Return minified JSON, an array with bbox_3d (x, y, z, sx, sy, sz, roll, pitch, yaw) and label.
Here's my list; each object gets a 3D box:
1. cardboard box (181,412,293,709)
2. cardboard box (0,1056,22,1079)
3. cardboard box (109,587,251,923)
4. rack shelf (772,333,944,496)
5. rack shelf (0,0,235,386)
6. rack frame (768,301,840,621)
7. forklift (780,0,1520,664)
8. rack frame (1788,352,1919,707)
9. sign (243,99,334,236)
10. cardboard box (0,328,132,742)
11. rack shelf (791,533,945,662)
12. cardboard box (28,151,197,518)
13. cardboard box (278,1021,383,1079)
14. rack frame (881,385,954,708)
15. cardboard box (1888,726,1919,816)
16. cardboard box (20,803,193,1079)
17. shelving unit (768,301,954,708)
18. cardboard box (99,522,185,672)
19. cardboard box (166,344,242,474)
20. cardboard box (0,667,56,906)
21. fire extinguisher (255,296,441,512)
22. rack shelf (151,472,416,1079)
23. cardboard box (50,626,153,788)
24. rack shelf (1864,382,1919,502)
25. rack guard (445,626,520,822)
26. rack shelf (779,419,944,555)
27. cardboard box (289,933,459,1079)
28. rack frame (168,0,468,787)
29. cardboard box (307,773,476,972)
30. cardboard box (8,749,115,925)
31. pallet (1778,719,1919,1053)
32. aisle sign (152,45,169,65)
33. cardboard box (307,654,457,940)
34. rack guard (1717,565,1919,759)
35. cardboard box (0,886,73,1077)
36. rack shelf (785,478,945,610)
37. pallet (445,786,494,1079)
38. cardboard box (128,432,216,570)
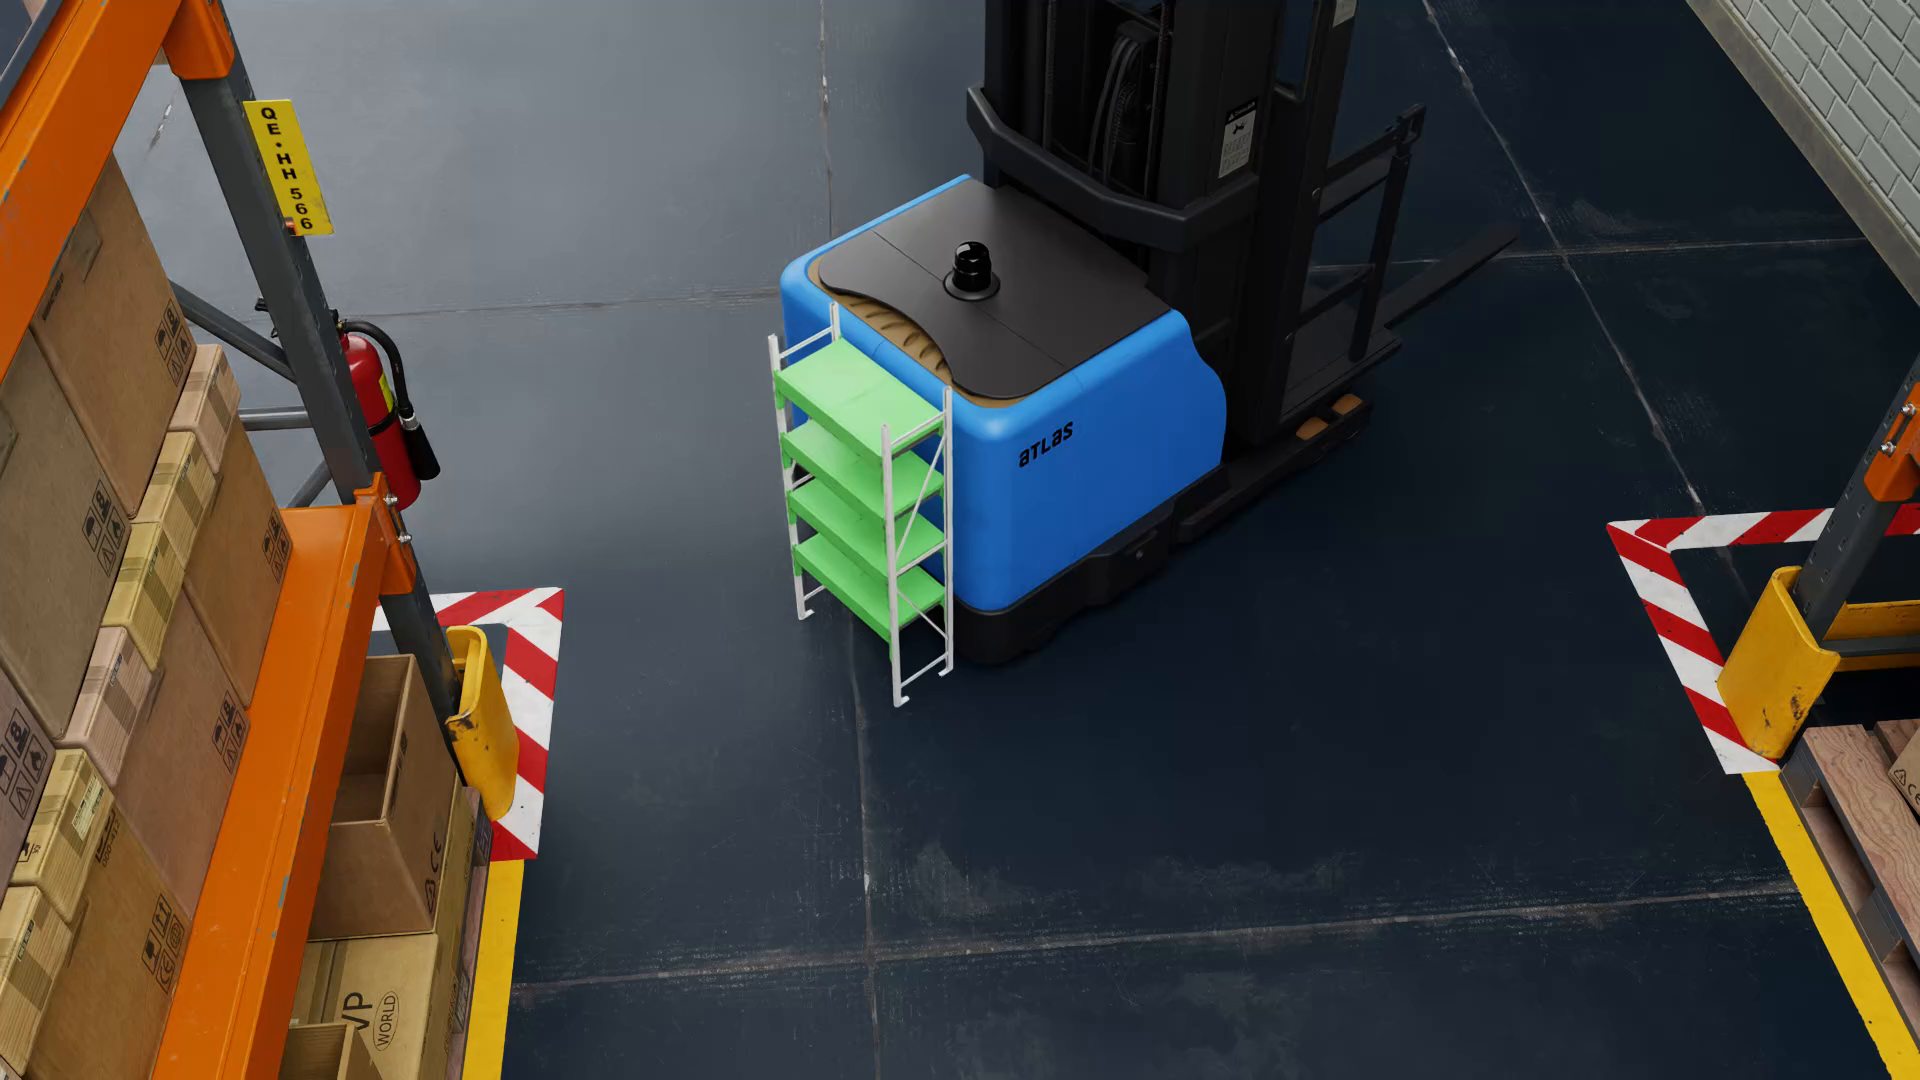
[{"bbox_3d":[-1.909,0.039,3.578,0.700,0.500,0.500,-3,47,-3],"label":"cardboard box"},{"bbox_3d":[-1.581,0.864,2.350,0.380,0.149,0.250,-4,47,-4],"label":"cardboard box"},{"bbox_3d":[-1.860,0.419,3.219,0.700,0.500,0.500,-2,47,-2],"label":"cardboard box"},{"bbox_3d":[-0.278,-0.361,4.693,0.258,0.148,0.480,-33,55,-27],"label":"rack shelf"},{"bbox_3d":[-1.768,0.398,1.737,1.077,0.370,4.000,-3,47,-3],"label":"rack shelf"},{"bbox_3d":[-0.441,-0.207,5.120,0.240,1.200,0.015,-33,55,-27],"label":"rack frame"},{"bbox_3d":[0.873,-1.544,5.193,3.031,2.935,1.130,-33,55,-27],"label":"forklift"},{"bbox_3d":[3.001,-0.569,4.223,1.000,3.000,0.127,-3,47,-3],"label":"rack frame"},{"bbox_3d":[-1.393,-0.768,3.451,0.100,0.325,0.005,-3,47,-3],"label":"sign"},{"bbox_3d":[-1.855,0.011,2.711,0.700,0.500,0.500,-5,47,-4],"label":"cardboard box"},{"bbox_3d":[-0.278,0.134,5.215,0.258,0.148,0.480,-33,55,-27],"label":"rack shelf"},{"bbox_3d":[-1.904,-0.369,3.071,0.700,0.500,0.500,-3,47,-3],"label":"cardboard box"},{"bbox_3d":[-1.495,1.371,3.474,0.500,0.500,0.500,-3,47,-3],"label":"cardboard box"},{"bbox_3d":[-0.115,0.057,4.870,0.240,1.200,0.015,-33,55,-27],"label":"rack frame"},{"bbox_3d":[2.969,0.710,4.560,0.500,0.311,0.500,-8,47,-8],"label":"cardboard box"},{"bbox_3d":[-1.824,0.778,2.878,0.700,0.500,0.500,-3,47,-3],"label":"cardboard box"},{"bbox_3d":[-0.278,-0.075,4.995,0.258,1.200,0.503,-33,55,-27],"label":"shelving unit"},{"bbox_3d":[-1.668,0.116,3.058,0.380,0.149,0.250,-4,47,-4],"label":"cardboard box"},{"bbox_3d":[-1.713,-0.258,3.413,0.380,0.149,0.250,-4,47,-4],"label":"cardboard box"},{"bbox_3d":[-1.812,0.376,2.366,0.700,0.500,0.500,-3,47,-3],"label":"cardboard box"},{"bbox_3d":[-1.482,-0.352,4.071,0.296,0.674,0.183,-3,47,-3],"label":"fire extinguisher"},{"bbox_3d":[-1.768,1.429,2.826,1.077,0.370,4.000,-3,47,-3],"label":"rack shelf"},{"bbox_3d":[-1.650,0.299,2.886,0.380,0.149,0.250,-3,47,-3],"label":"cardboard box"},{"bbox_3d":[3.168,1.125,3.114,1.077,0.370,4.000,-3,47,-3],"label":"rack shelf"},{"bbox_3d":[-1.937,0.577,4.859,1.175,0.500,0.348,-3,47,-3],"label":"rack guard"},{"bbox_3d":[-0.278,-0.196,4.867,0.258,0.148,0.480,-33,55,-27],"label":"rack shelf"},{"bbox_3d":[-1.542,1.267,4.089,0.500,0.250,0.500,-3,47,-3],"label":"cardboard box"},{"bbox_3d":[-1.935,-0.265,3.935,1.000,3.000,0.127,-3,47,-3],"label":"rack frame"},{"bbox_3d":[-1.596,0.906,4.431,0.500,0.250,0.500,-3,47,-3],"label":"cardboard box"},{"bbox_3d":[-1.627,0.489,2.706,0.380,0.149,0.250,-2,47,-2],"label":"cardboard box"},{"bbox_3d":[3.040,1.035,4.625,1.003,0.211,1.213,-3,47,-3],"label":"pallet"},{"bbox_3d":[-1.648,-1.225,3.053,0.394,0.787,0.004,-3,47,-3],"label":"aisle sign"},{"bbox_3d":[-1.594,0.648,4.158,0.500,0.500,0.500,-3,47,-3],"label":"cardboard box"},{"bbox_3d":[3.007,0.345,5.078,1.175,0.500,0.348,-3,47,-3],"label":"rack guard"},{"bbox_3d":[-1.603,0.679,2.525,0.380,0.149,0.250,-2,47,-2],"label":"cardboard box"},{"bbox_3d":[-0.278,-0.031,5.041,0.258,0.148,0.480,-33,55,-27],"label":"rack shelf"},{"bbox_3d":[-1.829,1.244,4.426,1.003,0.211,1.213,-3,47,-3],"label":"pallet"},{"bbox_3d":[-1.690,-0.069,3.233,0.380,0.149,0.250,-2,47,-2],"label":"cardboard box"}]
